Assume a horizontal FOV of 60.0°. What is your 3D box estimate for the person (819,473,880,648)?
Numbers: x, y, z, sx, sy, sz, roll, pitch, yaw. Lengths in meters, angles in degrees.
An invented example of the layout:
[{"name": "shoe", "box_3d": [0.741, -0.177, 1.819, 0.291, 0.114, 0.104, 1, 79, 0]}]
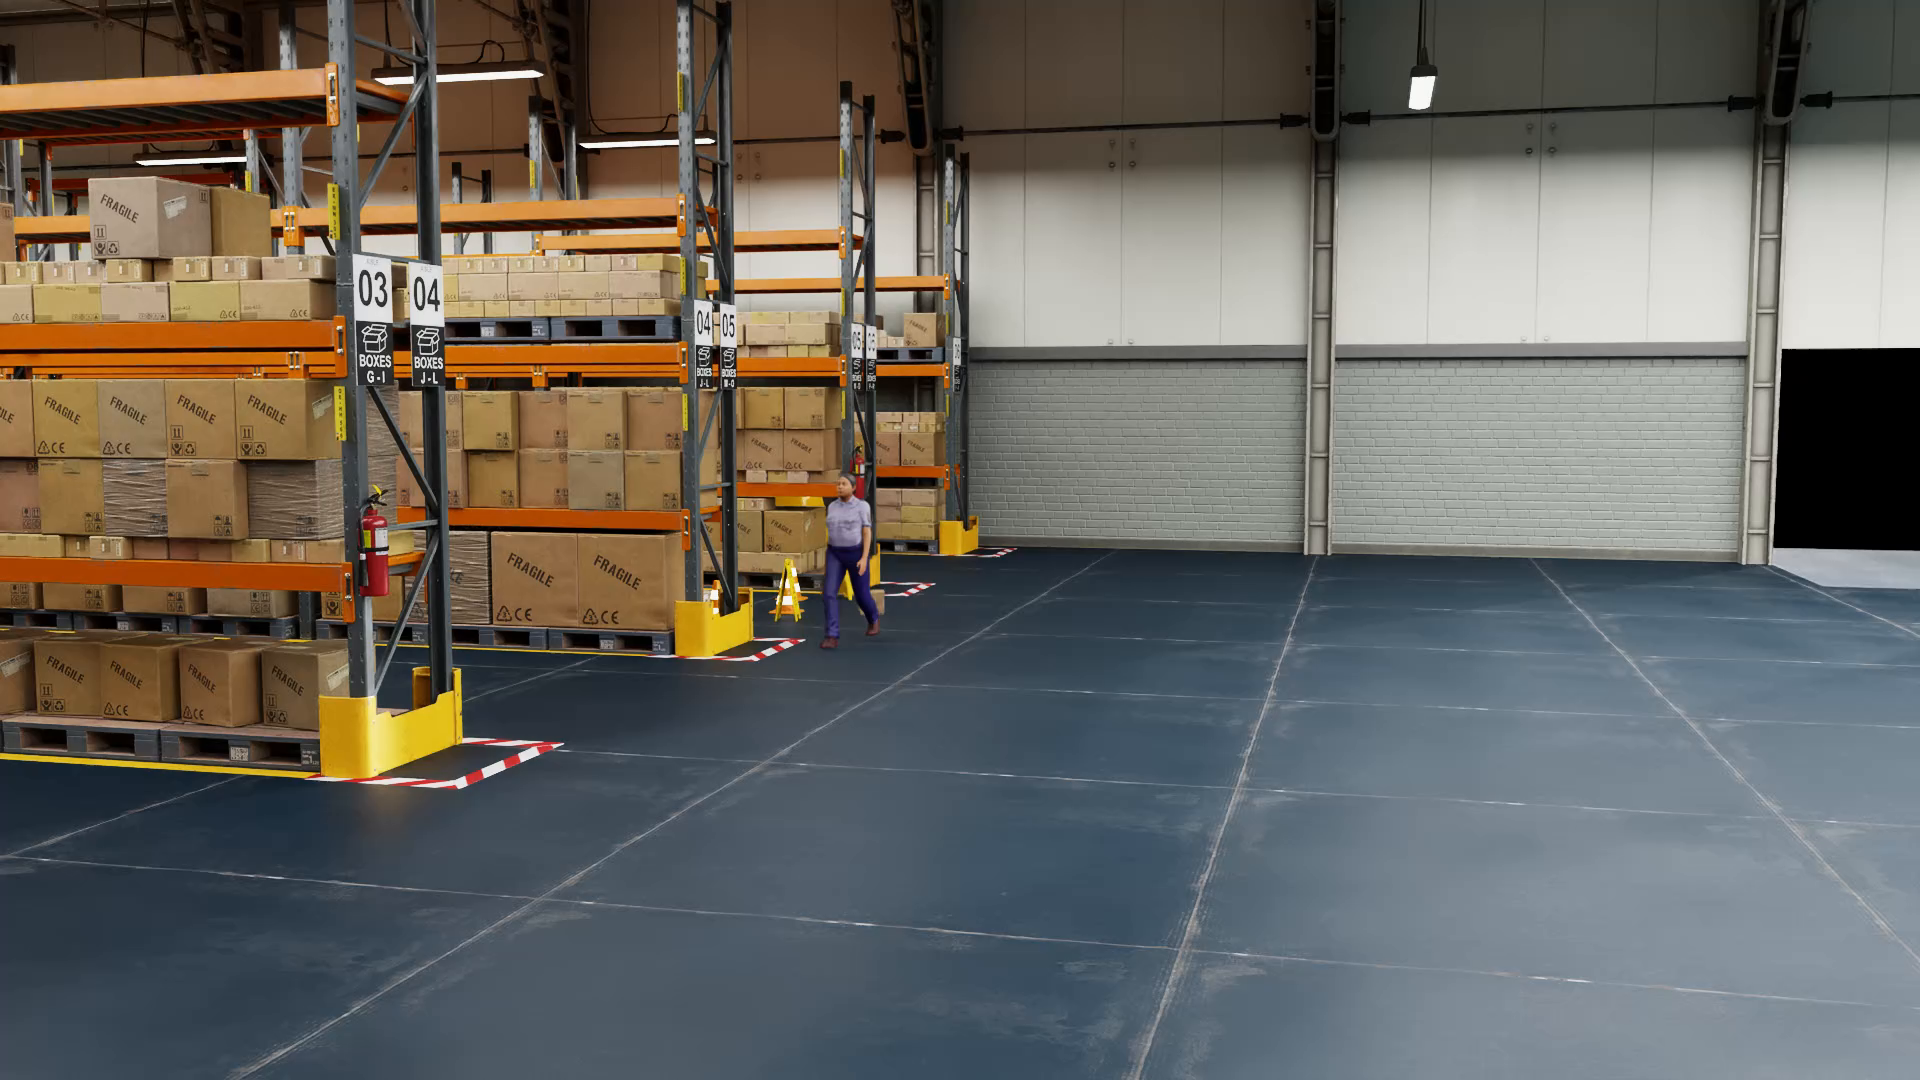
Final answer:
[{"name": "person", "box_3d": [-1.036, 0.172, 15.551, 0.471, 1.598, 0.935, 2, 5, 17]}]
